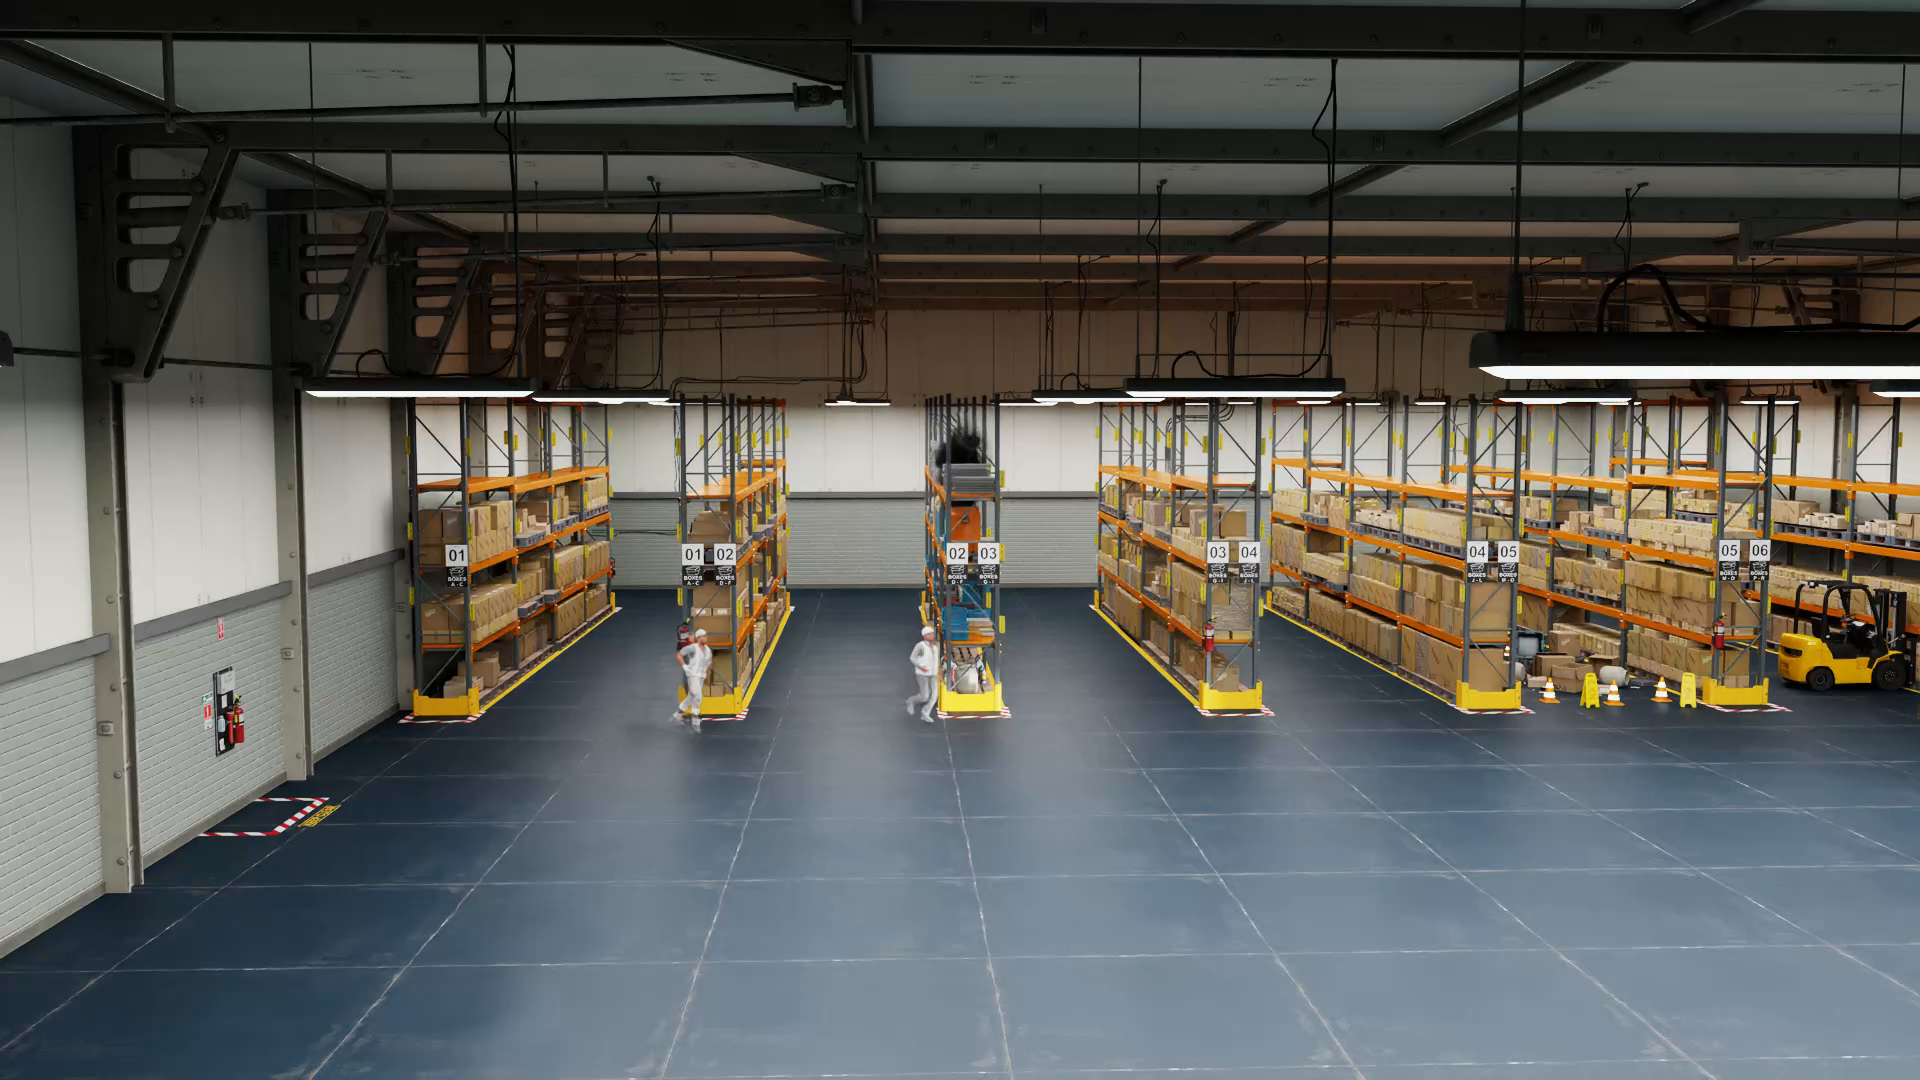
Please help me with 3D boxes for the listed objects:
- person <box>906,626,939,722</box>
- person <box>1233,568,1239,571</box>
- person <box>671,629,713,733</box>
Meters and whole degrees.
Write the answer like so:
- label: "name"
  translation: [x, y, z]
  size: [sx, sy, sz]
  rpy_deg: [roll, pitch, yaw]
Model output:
- label: "person"
  translation: [-0.636, 2.453, 30.600]
  size: [0.681, 1.736, 0.622]
  rpy_deg: [-4, 6, -42]
- label: "person"
  translation: [7.658, 1.166, 47.298]
  size: [0.601, 1.633, 0.928]
  rpy_deg: [1, 5, 18]
- label: "person"
  translation: [-4.755, 2.505, 29.805]
  size: [0.787, 1.830, 0.696]
  rpy_deg: [3, 5, 32]
